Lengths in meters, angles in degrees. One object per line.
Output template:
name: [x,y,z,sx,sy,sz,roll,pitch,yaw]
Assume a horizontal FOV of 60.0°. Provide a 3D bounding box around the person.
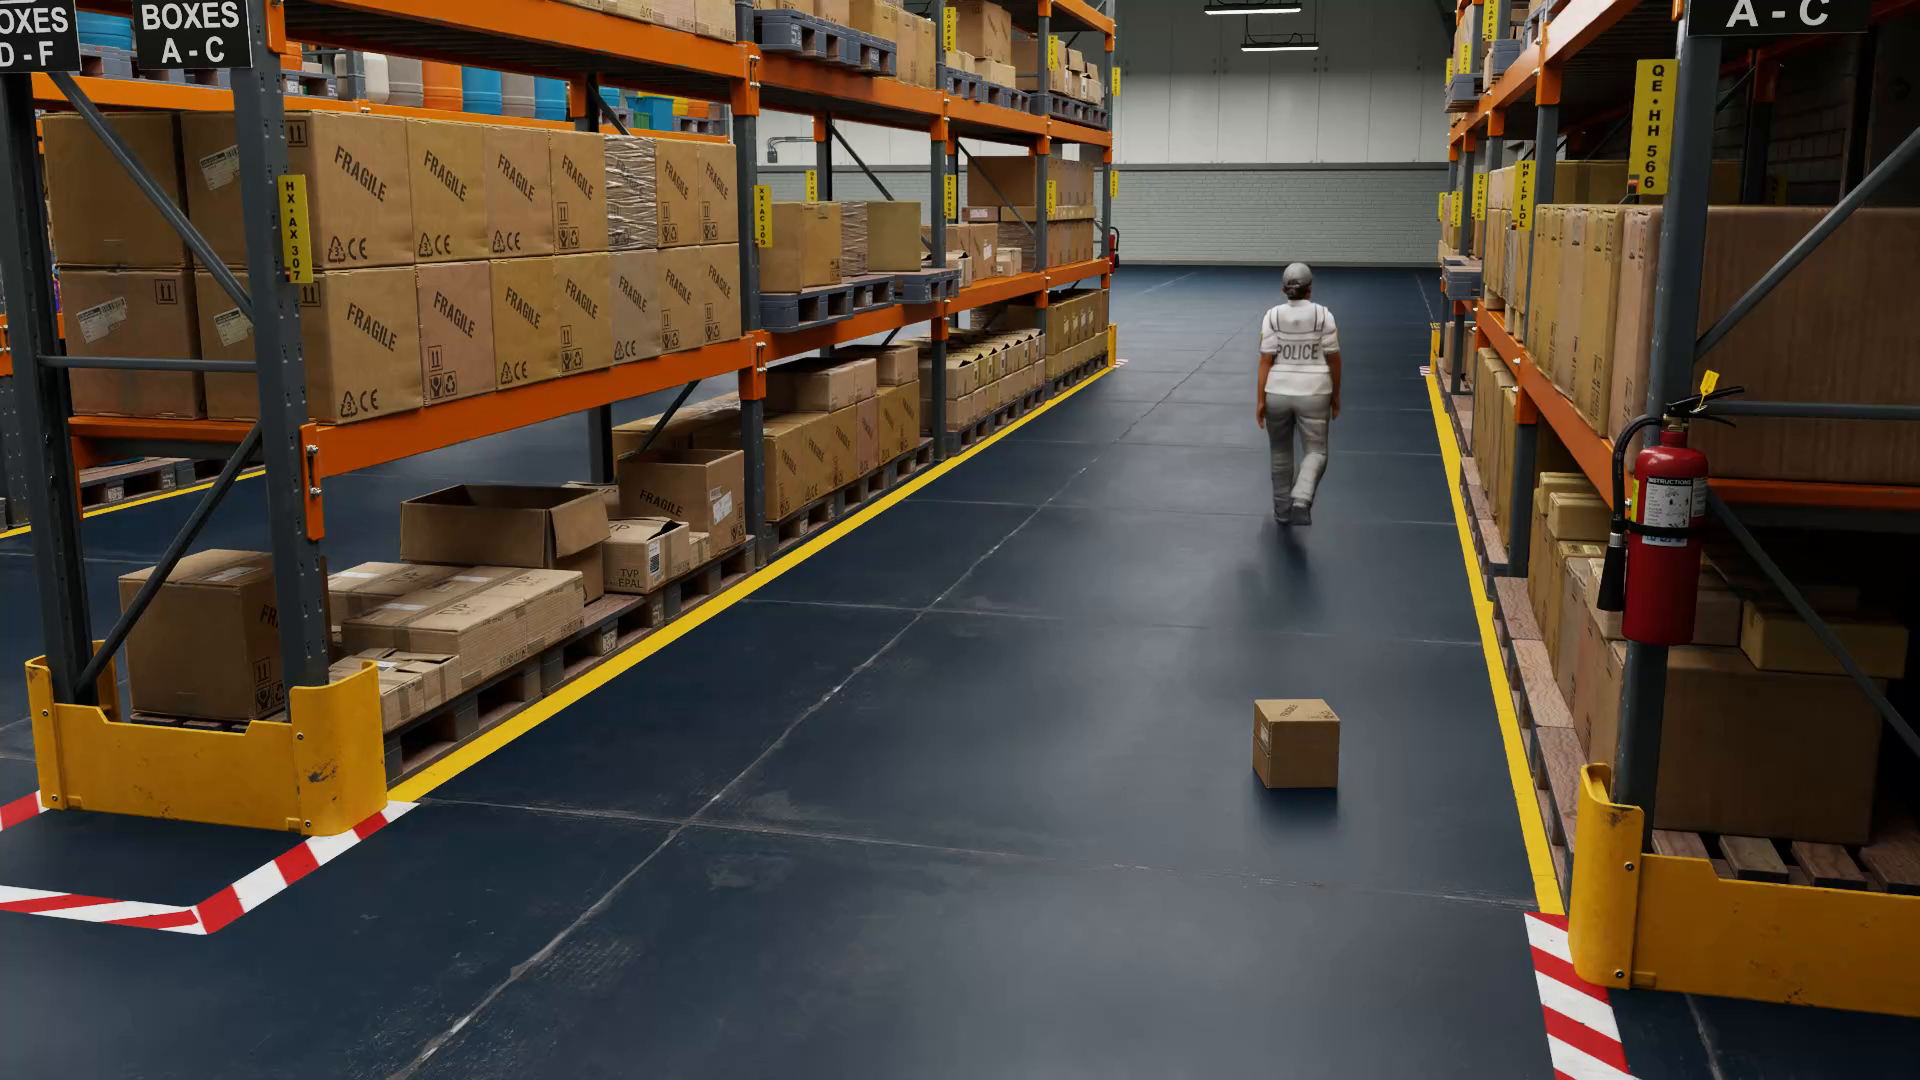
person: [2.063,-0.871,10.158,0.496,1.625,0.892,4,12,19]
